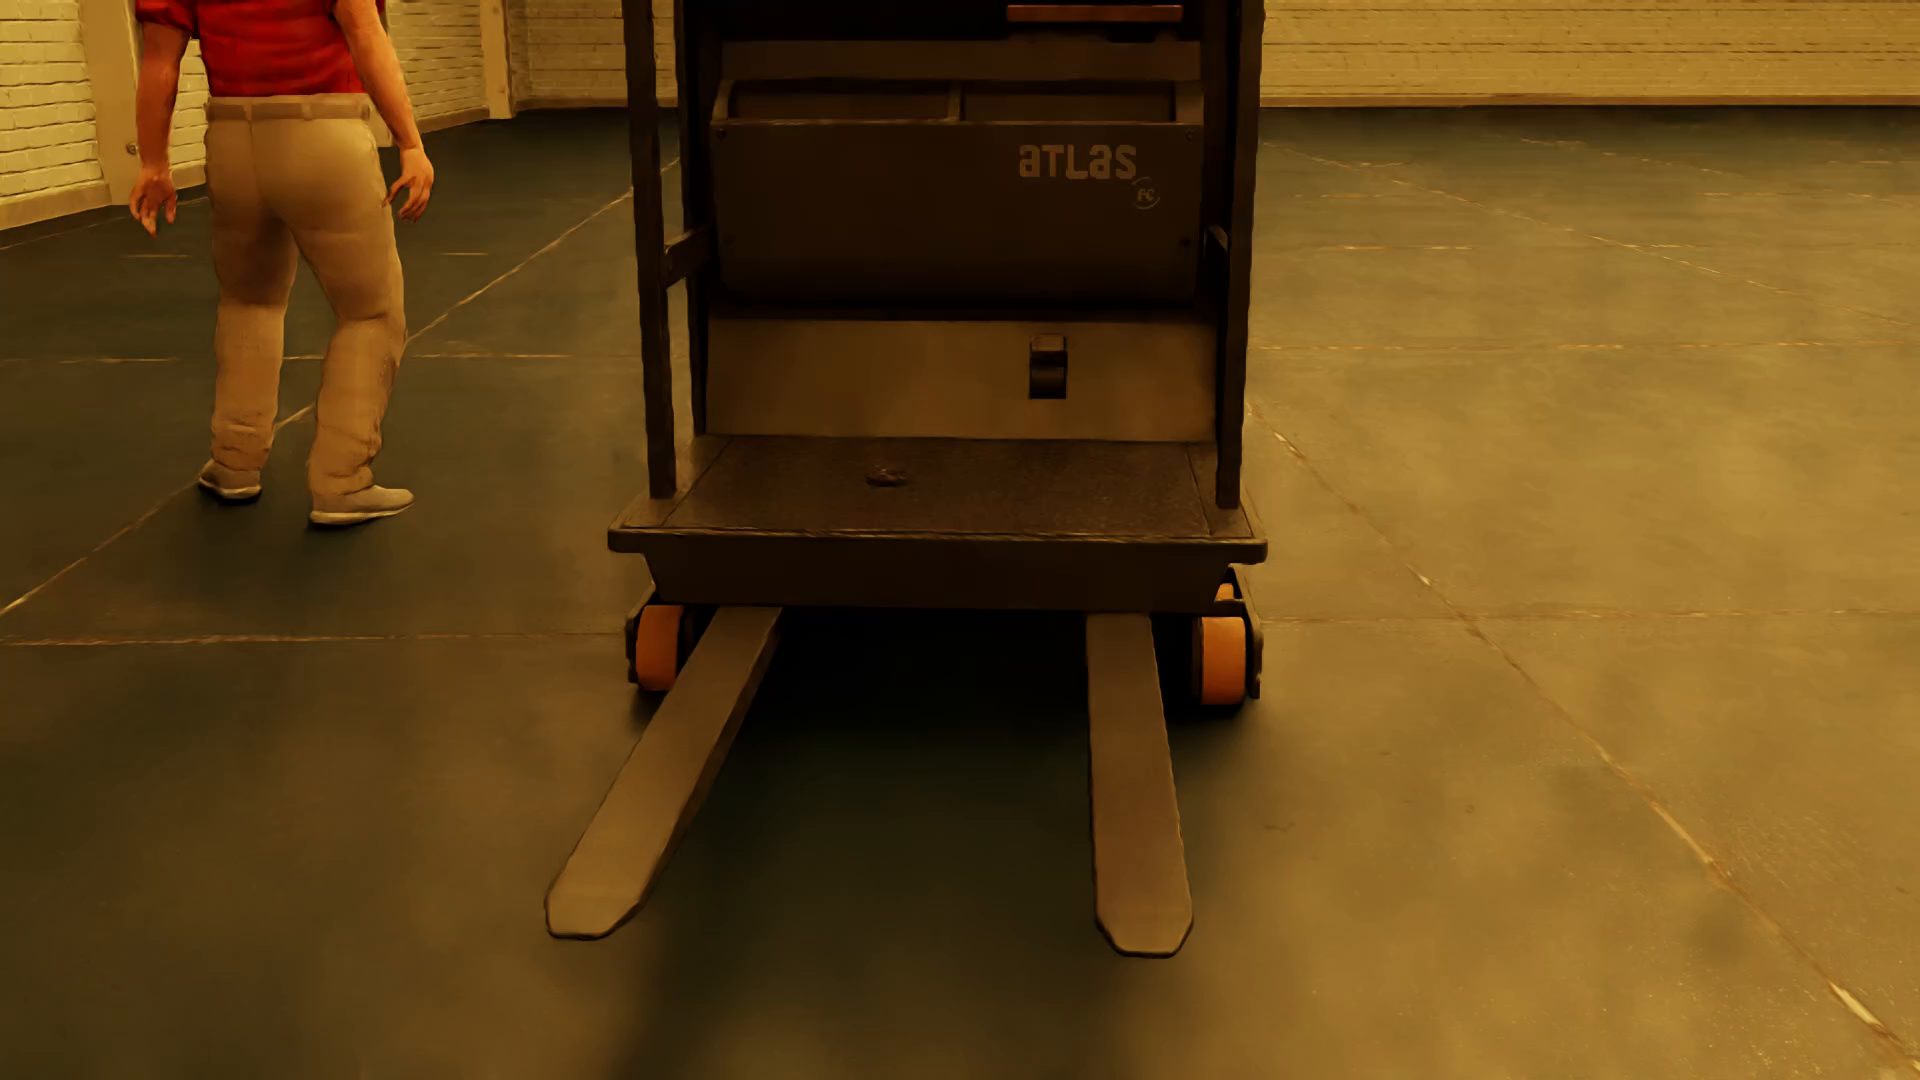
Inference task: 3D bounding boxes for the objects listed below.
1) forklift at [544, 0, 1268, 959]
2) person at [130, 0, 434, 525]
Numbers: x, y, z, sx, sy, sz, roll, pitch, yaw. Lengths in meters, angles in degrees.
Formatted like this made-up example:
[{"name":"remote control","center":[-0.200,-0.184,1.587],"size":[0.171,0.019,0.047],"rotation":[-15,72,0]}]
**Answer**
[{"name":"forklift","center":[-0.016,-1.203,2.842],"size":[1.130,2.935,3.031],"rotation":[1,17,3]},{"name":"person","center":[-1.616,-0.885,3.972],"size":[0.878,1.703,0.420],"rotation":[5,18,16]}]
